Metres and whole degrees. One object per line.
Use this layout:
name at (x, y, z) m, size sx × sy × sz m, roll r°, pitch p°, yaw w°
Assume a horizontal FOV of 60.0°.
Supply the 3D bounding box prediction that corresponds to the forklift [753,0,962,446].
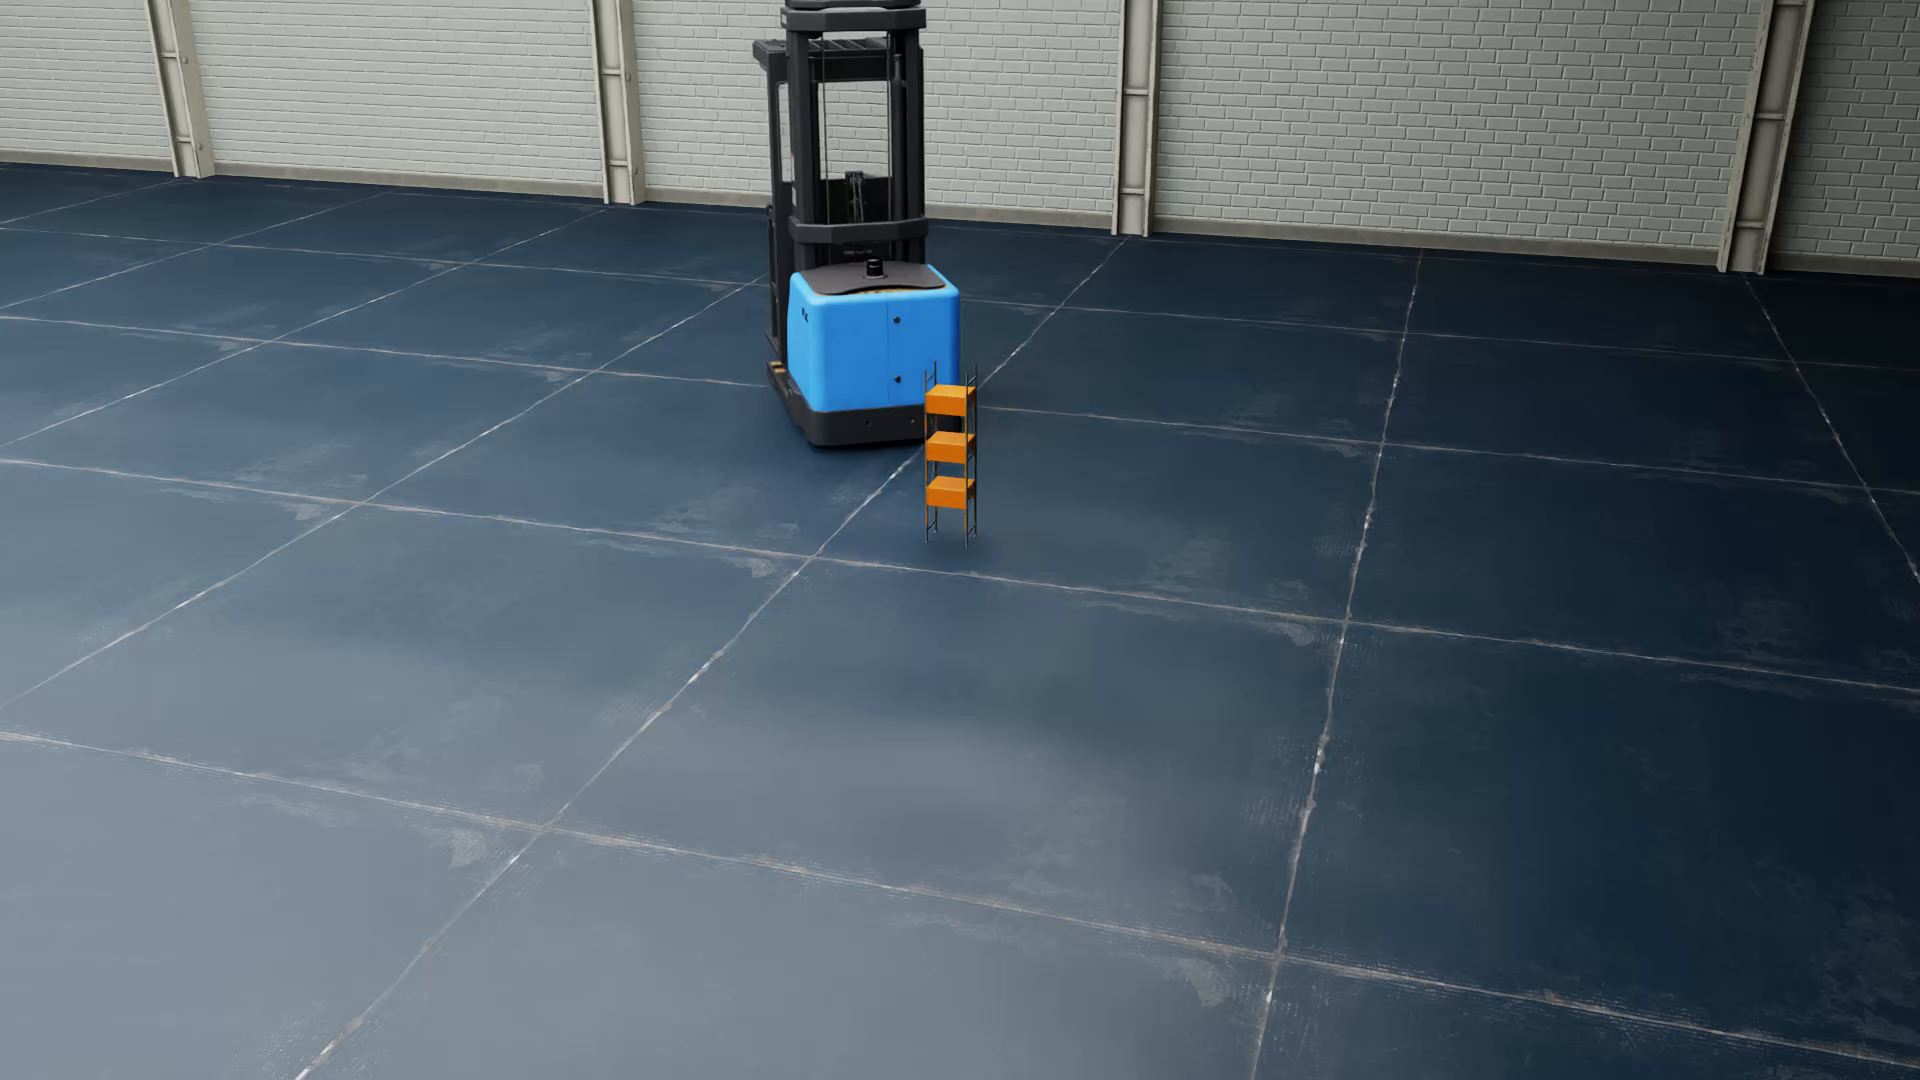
forklift at (-0.853, -2.512, 12.033) m, size 1.130 × 2.935 × 3.031 m, roll -6°, pitch 23°, yaw -14°

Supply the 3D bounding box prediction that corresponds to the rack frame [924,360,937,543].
rack frame at (-0.168, -0.505, 9.618) m, size 0.008 × 1.050 × 0.200 m, roll 7°, pitch 23°, yaw 16°

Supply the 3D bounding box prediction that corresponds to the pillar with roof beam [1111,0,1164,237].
pillar with roof beam at (0.601, -5.886, 12.262) m, size 0.400 × 9.000 × 9.100 m, roll 7°, pitch 23°, yaw 16°

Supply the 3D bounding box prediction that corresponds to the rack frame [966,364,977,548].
rack frame at (0.066, -0.478, 9.552) m, size 0.008 × 1.050 × 0.200 m, roll 7°, pitch 23°, yaw 16°

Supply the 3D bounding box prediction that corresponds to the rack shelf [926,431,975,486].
rack shelf at (-0.051, -0.482, 9.589) m, size 0.240 × 0.259 × 0.215 m, roll 7°, pitch 23°, yaw 15°

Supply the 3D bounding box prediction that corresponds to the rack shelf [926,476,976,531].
rack shelf at (-0.051, -0.225, 9.695) m, size 0.240 × 0.259 × 0.215 m, roll 7°, pitch 23°, yaw 15°

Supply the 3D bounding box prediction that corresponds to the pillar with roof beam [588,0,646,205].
pillar with roof beam at (-5.143, -6.544, 13.866) m, size 0.400 × 9.000 × 9.100 m, roll 7°, pitch 23°, yaw 16°

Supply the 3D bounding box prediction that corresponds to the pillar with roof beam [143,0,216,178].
pillar with roof beam at (-10.887, -7.202, 15.469) m, size 0.400 × 9.000 × 9.100 m, roll 7°, pitch 23°, yaw 16°

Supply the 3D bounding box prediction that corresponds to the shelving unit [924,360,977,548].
shelving unit at (-0.051, -0.492, 9.585) m, size 0.252 × 1.050 × 0.215 m, roll 7°, pitch 23°, yaw 16°

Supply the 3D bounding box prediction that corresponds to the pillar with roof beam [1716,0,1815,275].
pillar with roof beam at (6.346, -5.228, 10.659) m, size 0.400 × 9.000 × 9.100 m, roll 7°, pitch 23°, yaw 16°

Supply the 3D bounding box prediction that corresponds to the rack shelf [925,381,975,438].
rack shelf at (-0.051, -0.744, 9.481) m, size 0.240 × 0.259 × 0.215 m, roll 7°, pitch 23°, yaw 15°
